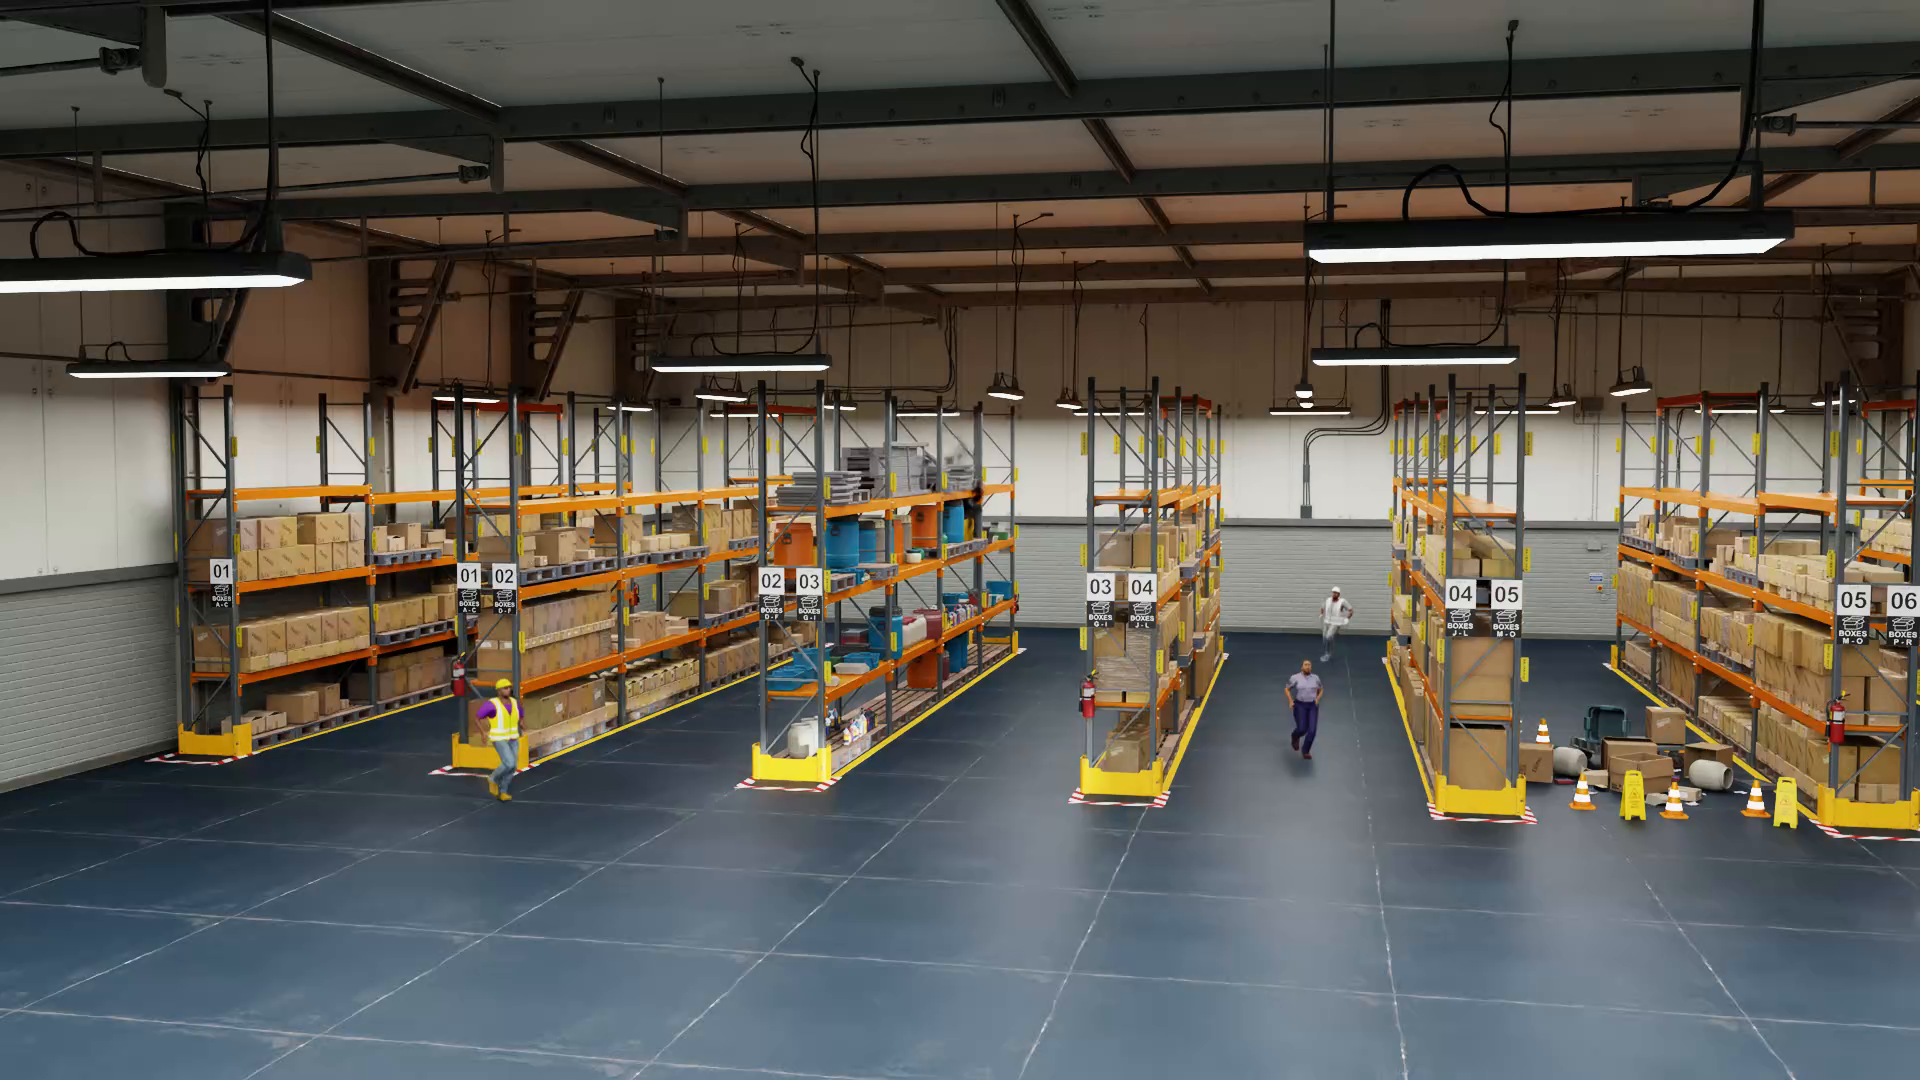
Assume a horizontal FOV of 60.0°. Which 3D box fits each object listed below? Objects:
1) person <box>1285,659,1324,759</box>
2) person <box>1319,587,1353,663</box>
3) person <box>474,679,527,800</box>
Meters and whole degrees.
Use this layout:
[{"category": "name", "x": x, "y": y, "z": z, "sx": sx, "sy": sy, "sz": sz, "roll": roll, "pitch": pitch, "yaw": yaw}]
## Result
[{"category": "person", "x": 5.558, "y": 2.711, "z": 26.733, "sx": 0.607, "sy": 1.603, "sz": 0.547, "roll": 0, "pitch": 3, "yaw": -4}, {"category": "person", "x": 8.678, "y": 1.976, "z": 38.637, "sx": 0.743, "sy": 1.789, "sz": 0.665, "roll": 3, "pitch": 5, "yaw": 45}, {"category": "person", "x": -6.401, "y": 2.819, "z": 23.462, "sx": 0.595, "sy": 1.722, "sz": 0.696, "roll": 2, "pitch": 4, "yaw": 37}]
